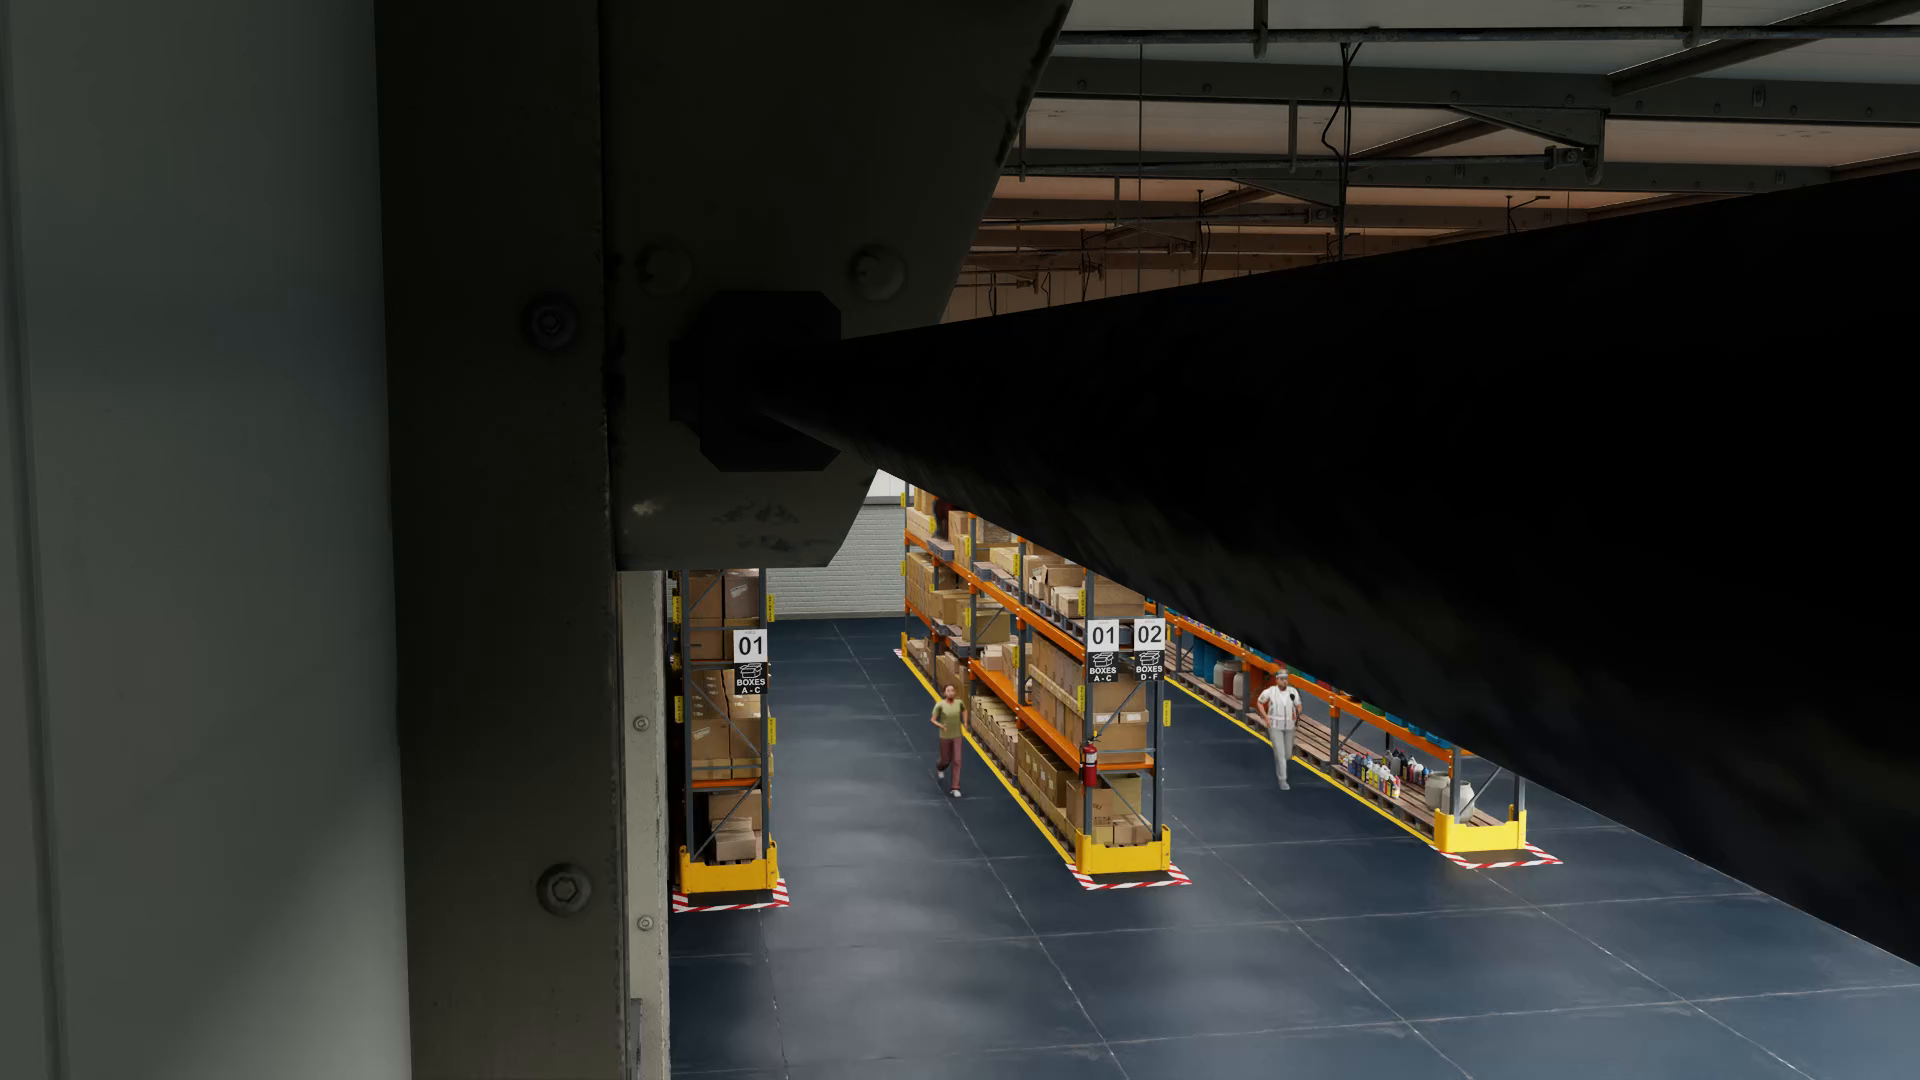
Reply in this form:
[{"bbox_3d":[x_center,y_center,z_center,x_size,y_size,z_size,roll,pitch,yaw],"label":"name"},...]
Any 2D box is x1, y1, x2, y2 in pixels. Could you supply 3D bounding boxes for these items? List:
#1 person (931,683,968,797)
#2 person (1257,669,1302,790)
[{"bbox_3d":[-0.132,2.939,24.791,0.592,1.633,0.970,-1,6,-14],"label":"person"},{"bbox_3d":[4.868,2.827,25.226,0.667,1.778,0.860,-1,6,-8],"label":"person"}]
